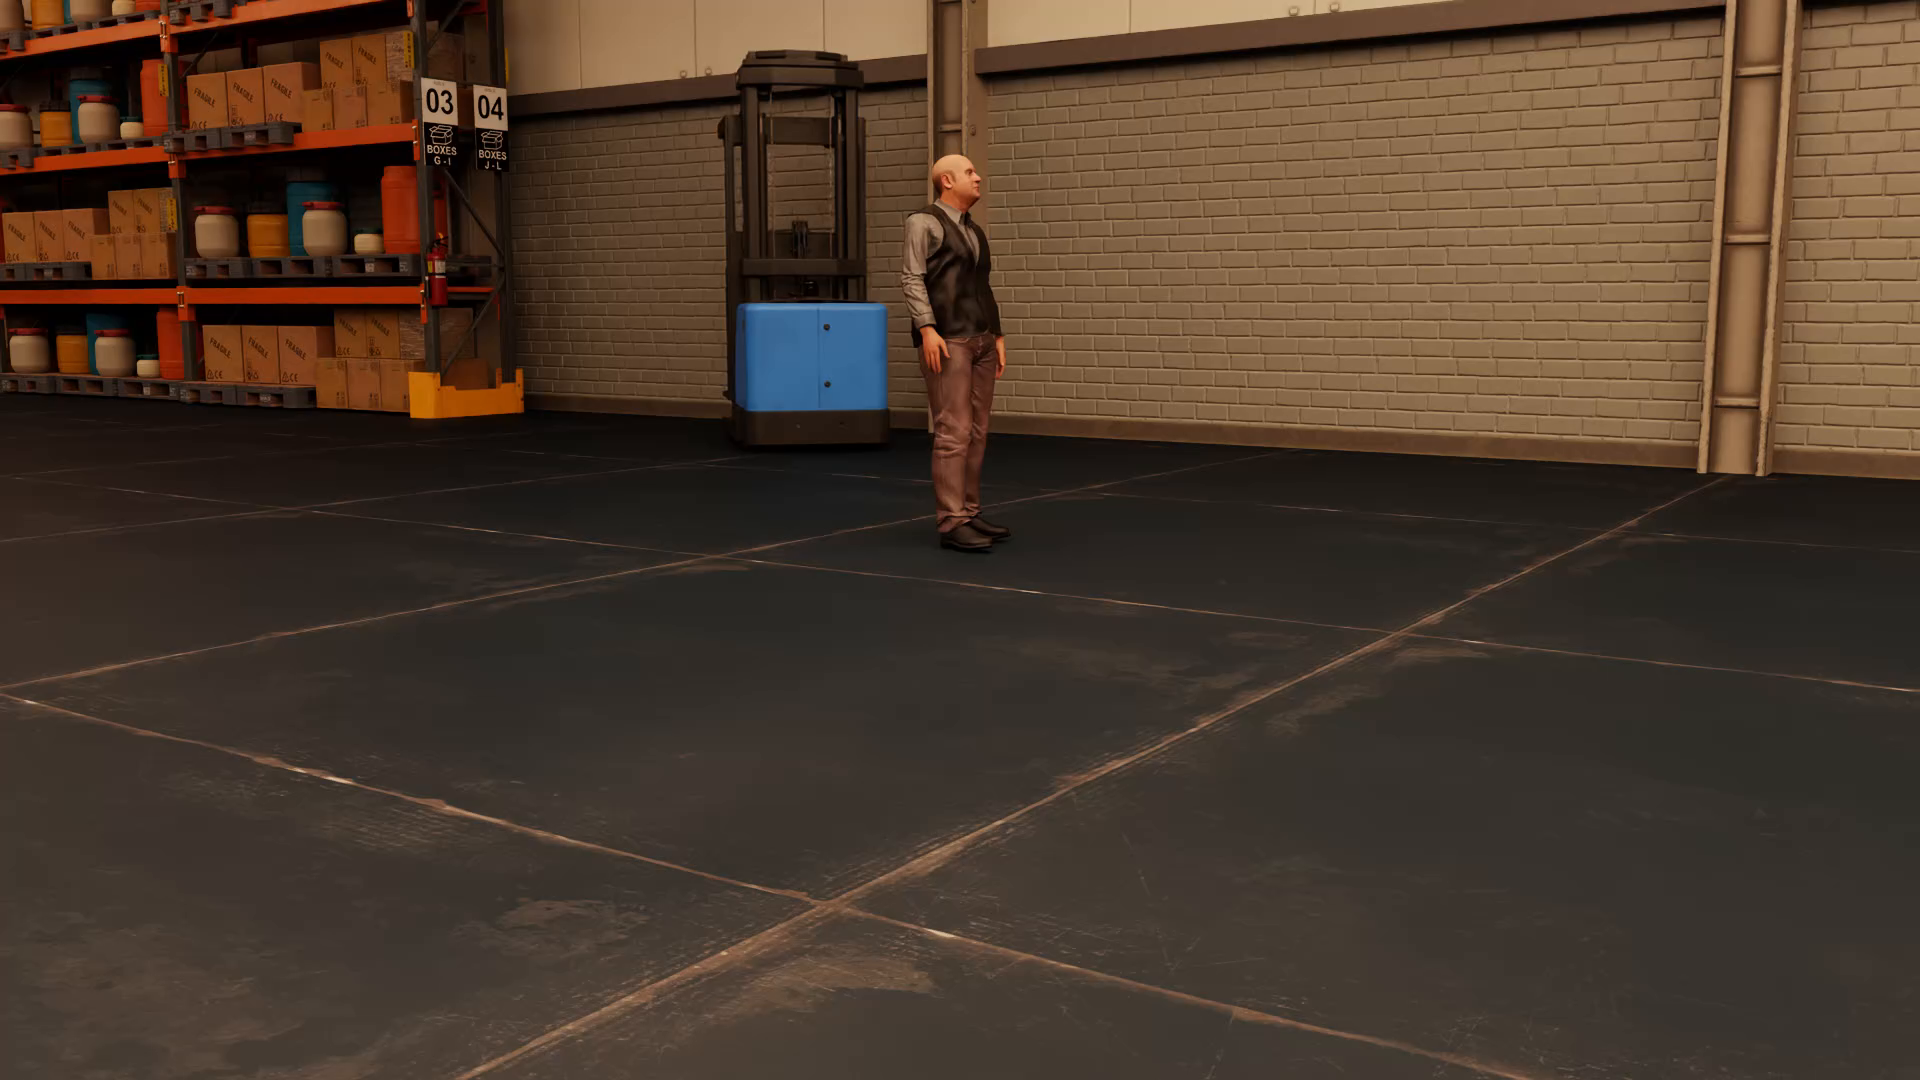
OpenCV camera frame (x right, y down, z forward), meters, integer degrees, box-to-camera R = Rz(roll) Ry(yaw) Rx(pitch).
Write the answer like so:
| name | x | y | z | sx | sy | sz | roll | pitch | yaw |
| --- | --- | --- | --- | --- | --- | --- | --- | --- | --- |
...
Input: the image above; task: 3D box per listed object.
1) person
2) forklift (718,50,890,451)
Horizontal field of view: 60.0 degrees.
| name | x | y | z | sx | sy | sz | roll | pitch | yaw |
| --- | --- | --- | --- | --- | --- | --- | --- | --- | --- |
| person | 0.054 | -0.853 | 7.436 | 0.552 | 1.720 | 0.632 | 5 | 10 | 34 |
| forklift | -1.324 | -2.275 | 13.190 | 1.130 | 2.935 | 3.031 | -2 | 8 | -12 |
